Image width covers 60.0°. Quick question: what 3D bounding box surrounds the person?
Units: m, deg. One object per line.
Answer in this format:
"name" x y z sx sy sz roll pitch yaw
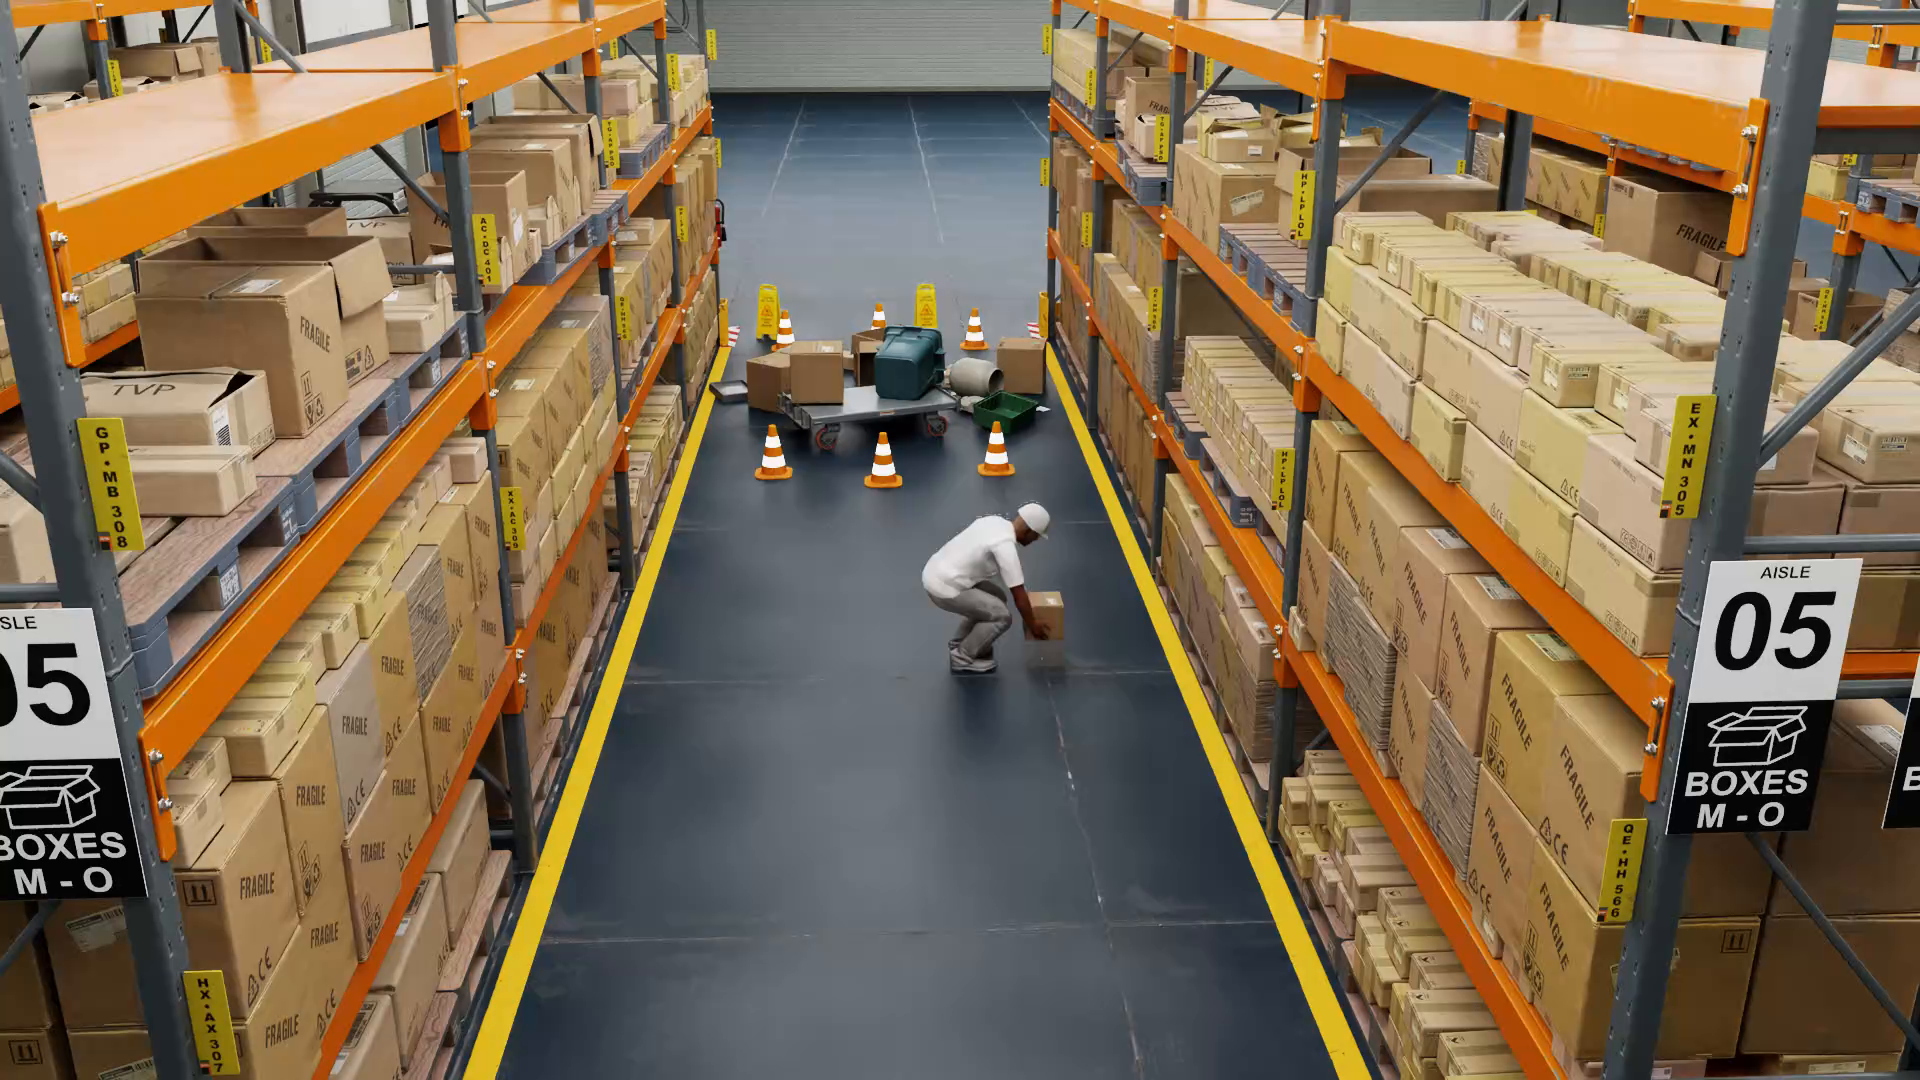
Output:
"person" 0.178 0.302 11.206 0.867 1.091 0.599 -1 20 -3
